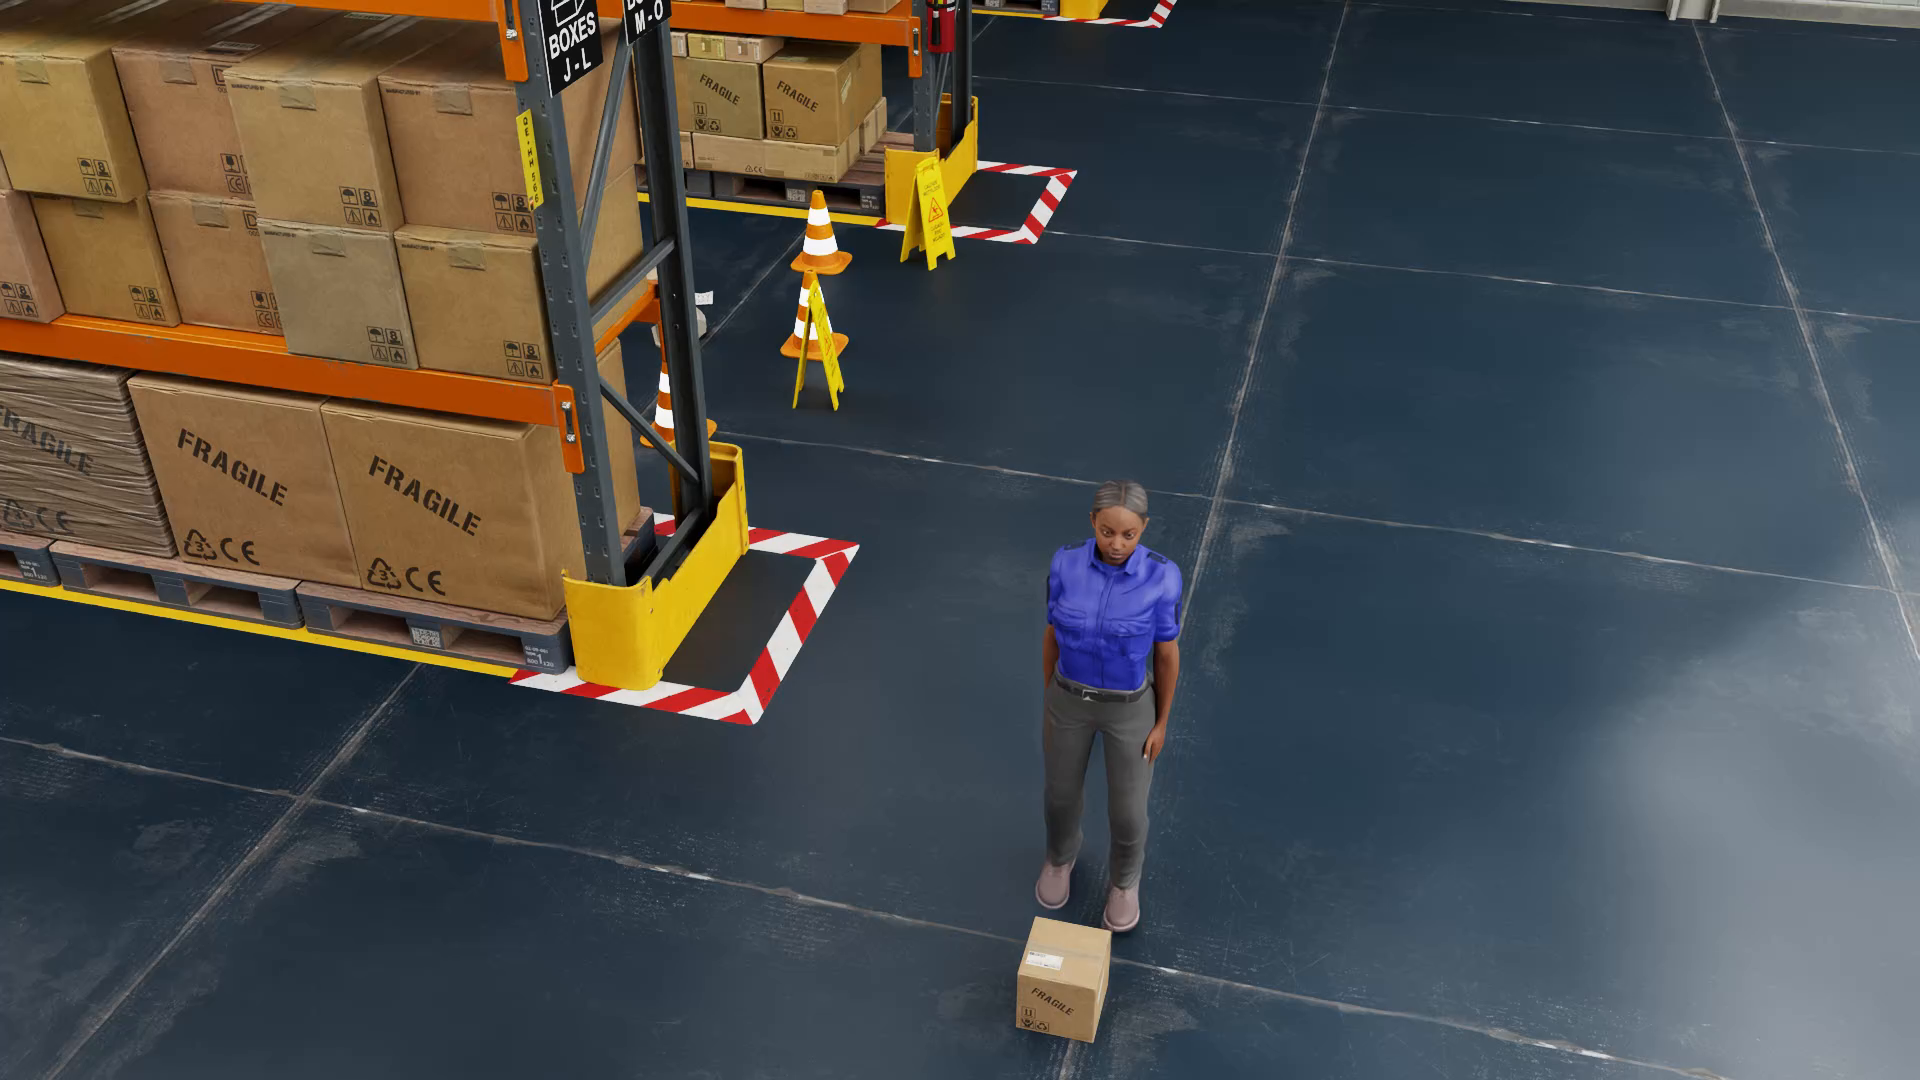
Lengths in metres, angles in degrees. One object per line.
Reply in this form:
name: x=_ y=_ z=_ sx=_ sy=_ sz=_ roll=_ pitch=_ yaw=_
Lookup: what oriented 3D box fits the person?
person: x=0.465 y=0.542 z=5.324 sx=0.439 sy=1.657 sz=0.349 roll=9 pitch=34 yaw=14
